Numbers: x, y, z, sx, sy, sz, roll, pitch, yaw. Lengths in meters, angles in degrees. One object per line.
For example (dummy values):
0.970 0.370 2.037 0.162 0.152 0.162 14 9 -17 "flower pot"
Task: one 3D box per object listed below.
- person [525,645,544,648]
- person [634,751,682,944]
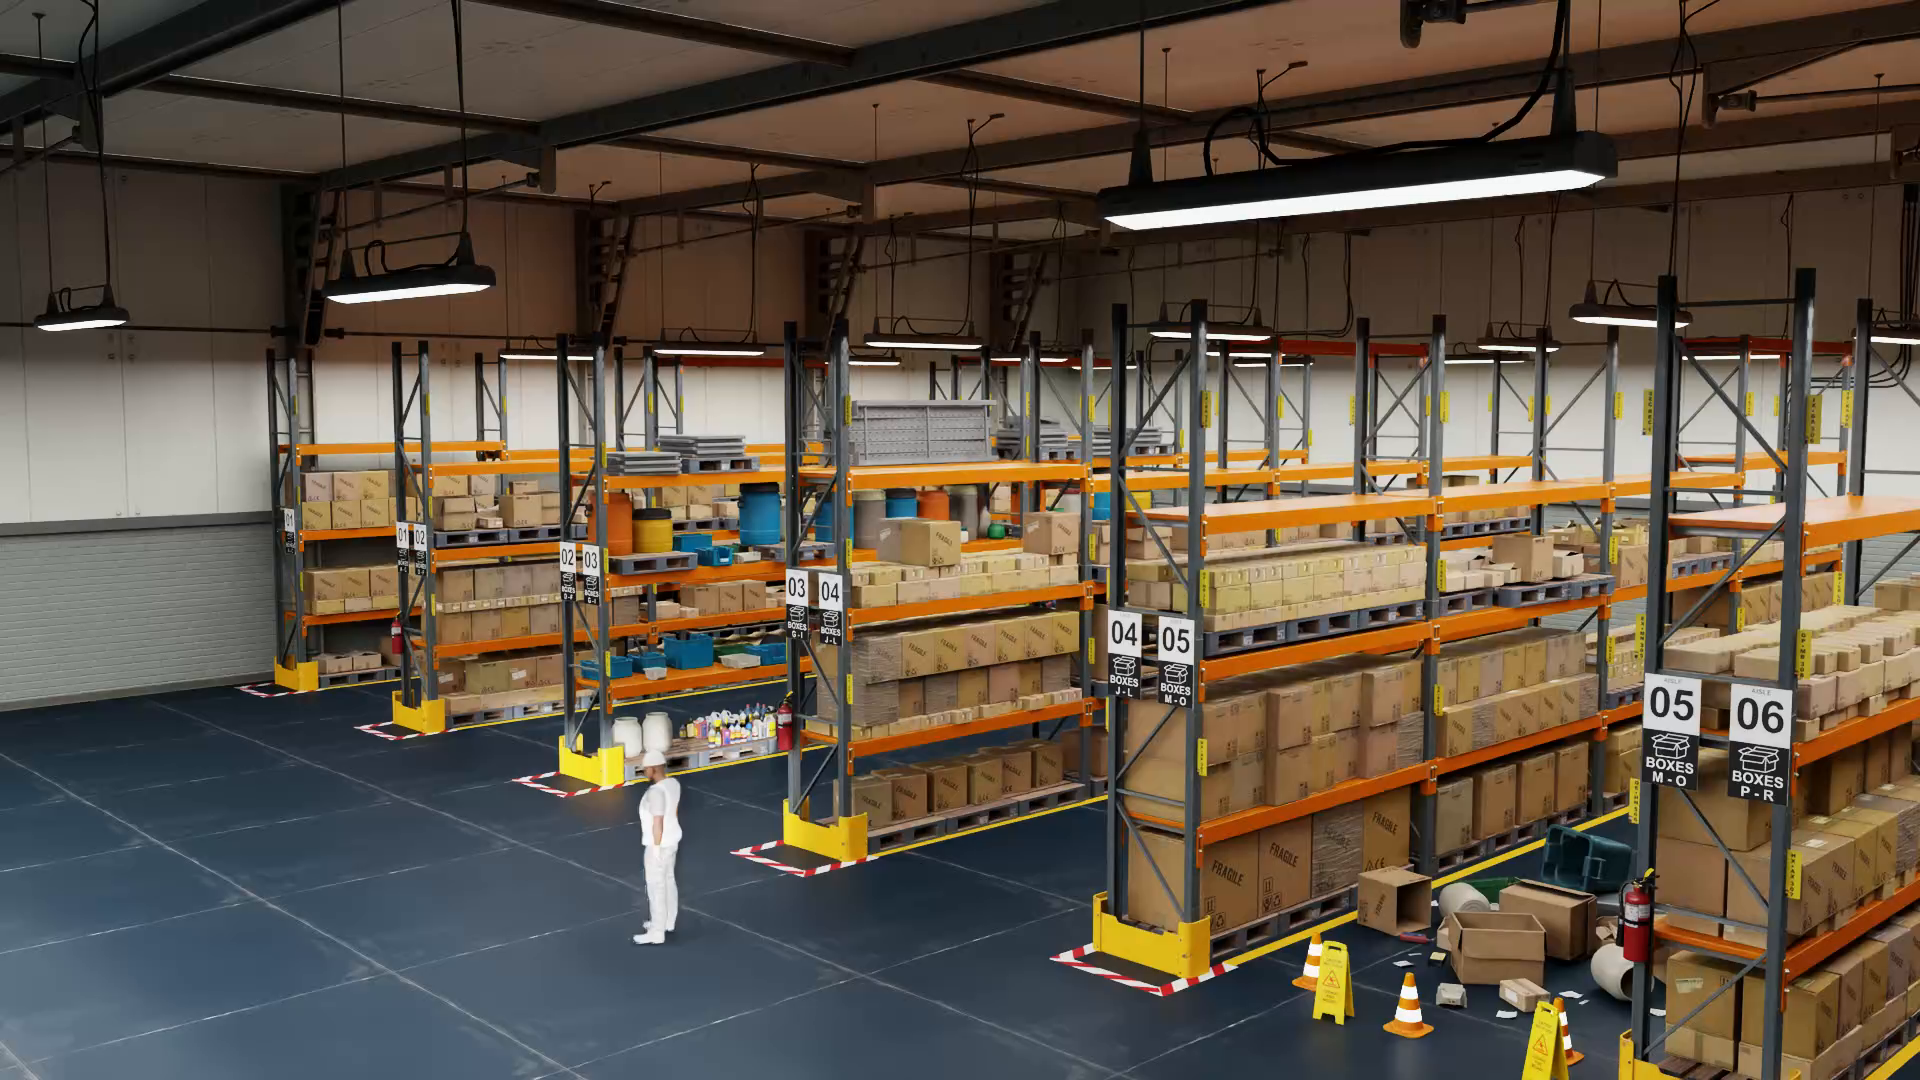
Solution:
-7.464 1.758 29.126 0.601 1.781 0.575 -2 5 -25 "person"
-2.886 2.897 15.876 0.430 1.780 0.628 1 5 11 "person"
